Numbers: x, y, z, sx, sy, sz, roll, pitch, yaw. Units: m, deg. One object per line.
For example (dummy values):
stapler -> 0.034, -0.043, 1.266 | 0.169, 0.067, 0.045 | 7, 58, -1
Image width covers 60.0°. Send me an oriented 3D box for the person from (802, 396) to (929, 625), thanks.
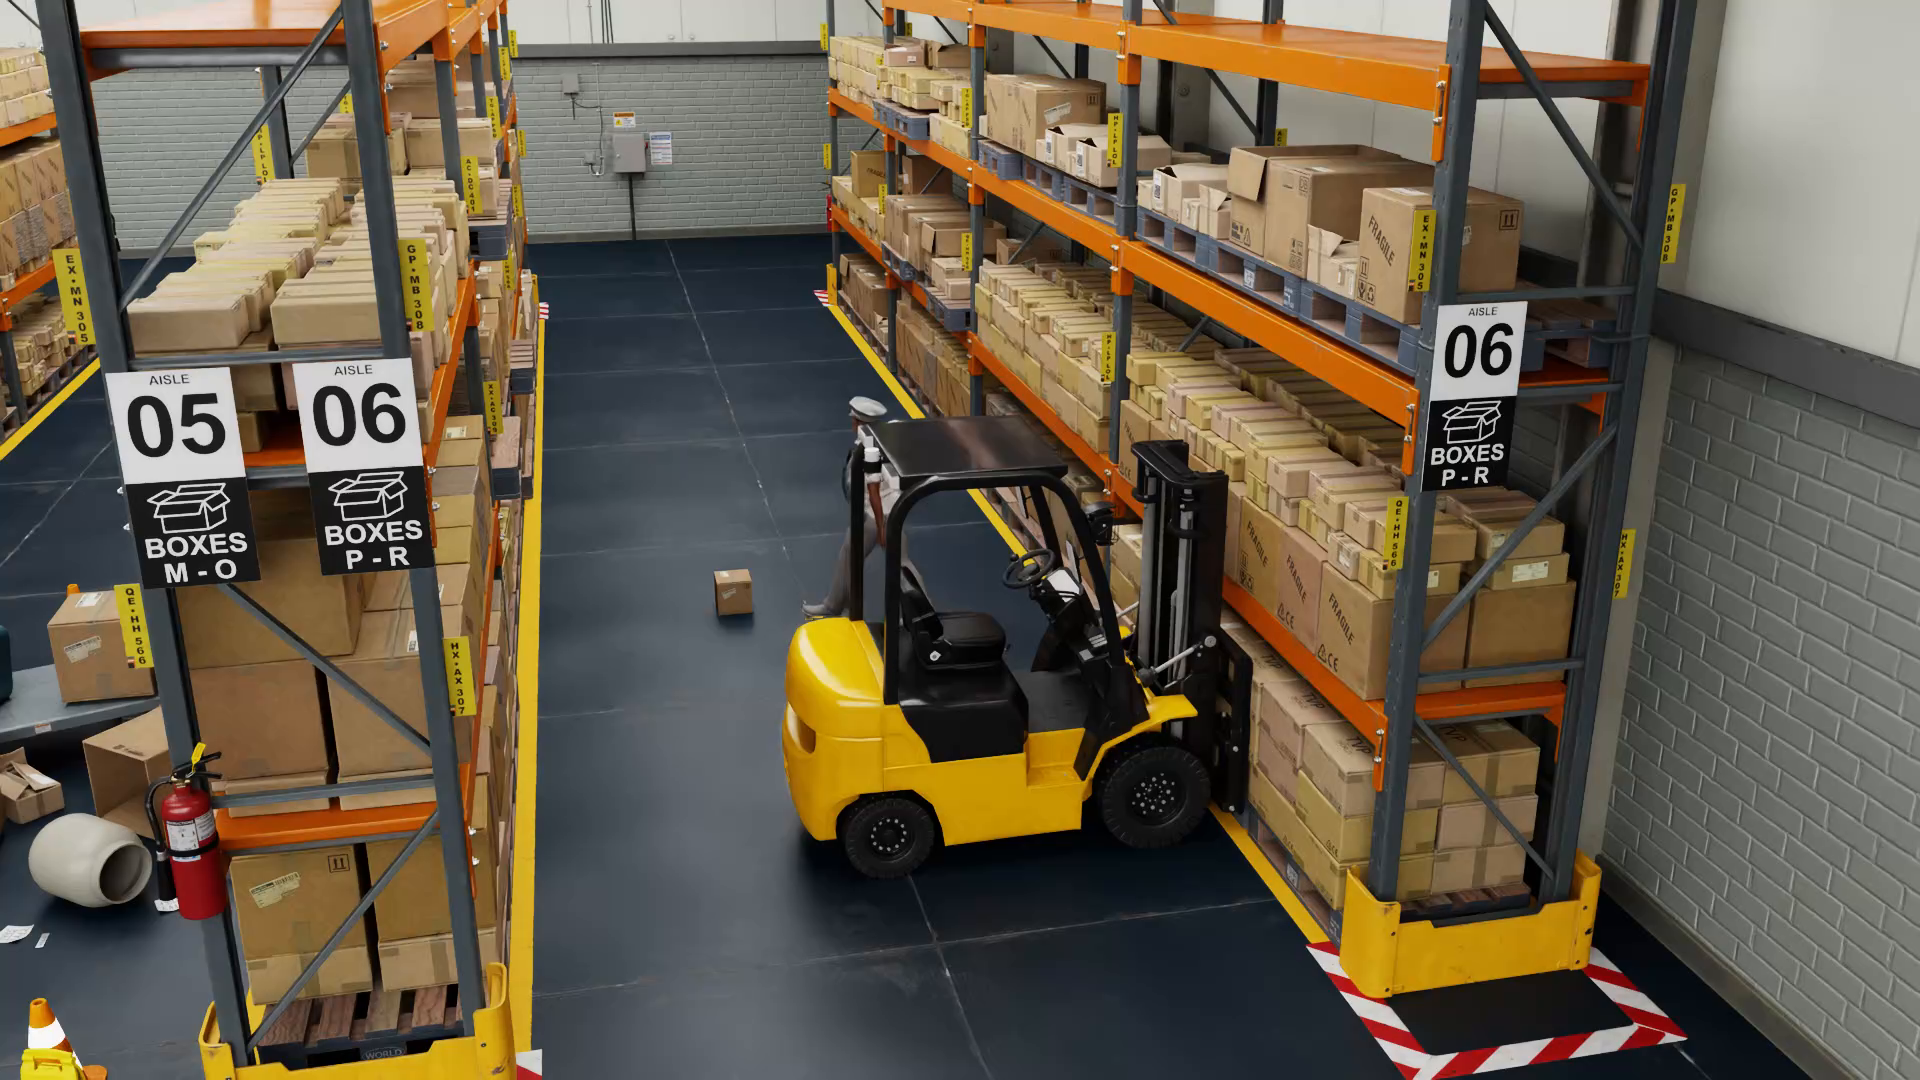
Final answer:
person -> -0.626, -0.191, 11.548 | 0.965, 1.626, 0.476 | 10, 22, 26
